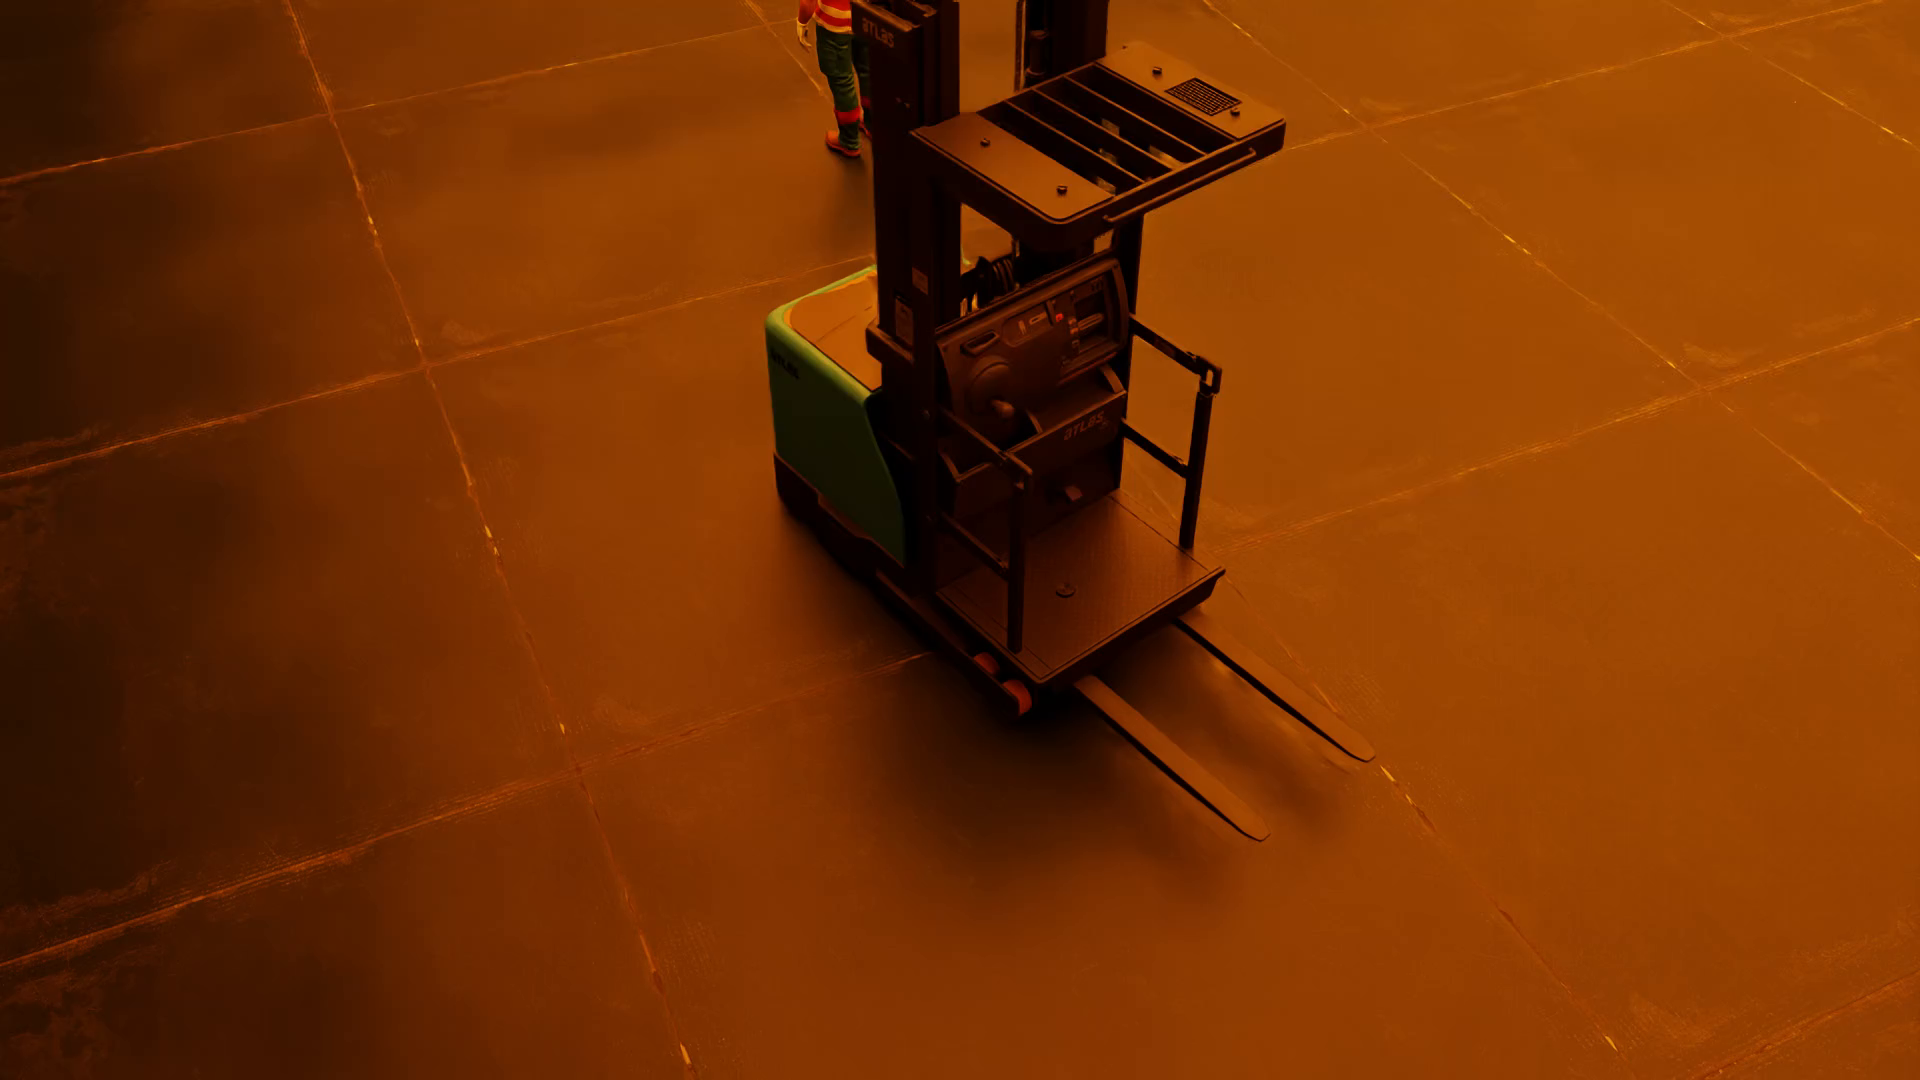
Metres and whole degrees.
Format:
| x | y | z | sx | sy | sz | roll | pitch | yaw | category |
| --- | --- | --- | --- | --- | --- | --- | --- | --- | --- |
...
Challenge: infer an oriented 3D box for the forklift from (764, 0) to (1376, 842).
| x | y | z | sx | sy | sz | roll | pitch | yaw | category |
| --- | --- | --- | --- | --- | --- | --- | --- | --- | --- |
| 0.437 | -0.713 | 6.444 | 1.130 | 2.935 | 3.031 | -29 | 50 | -28 | forklift |

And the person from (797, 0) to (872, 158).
| x | y | z | sx | sy | sz | roll | pitch | yaw | category |
| --- | --- | --- | --- | --- | --- | --- | --- | --- | --- |
| -0.702 | -3.123 | 9.853 | 0.637 | 1.790 | 0.562 | -22 | 48 | -22 | person |
